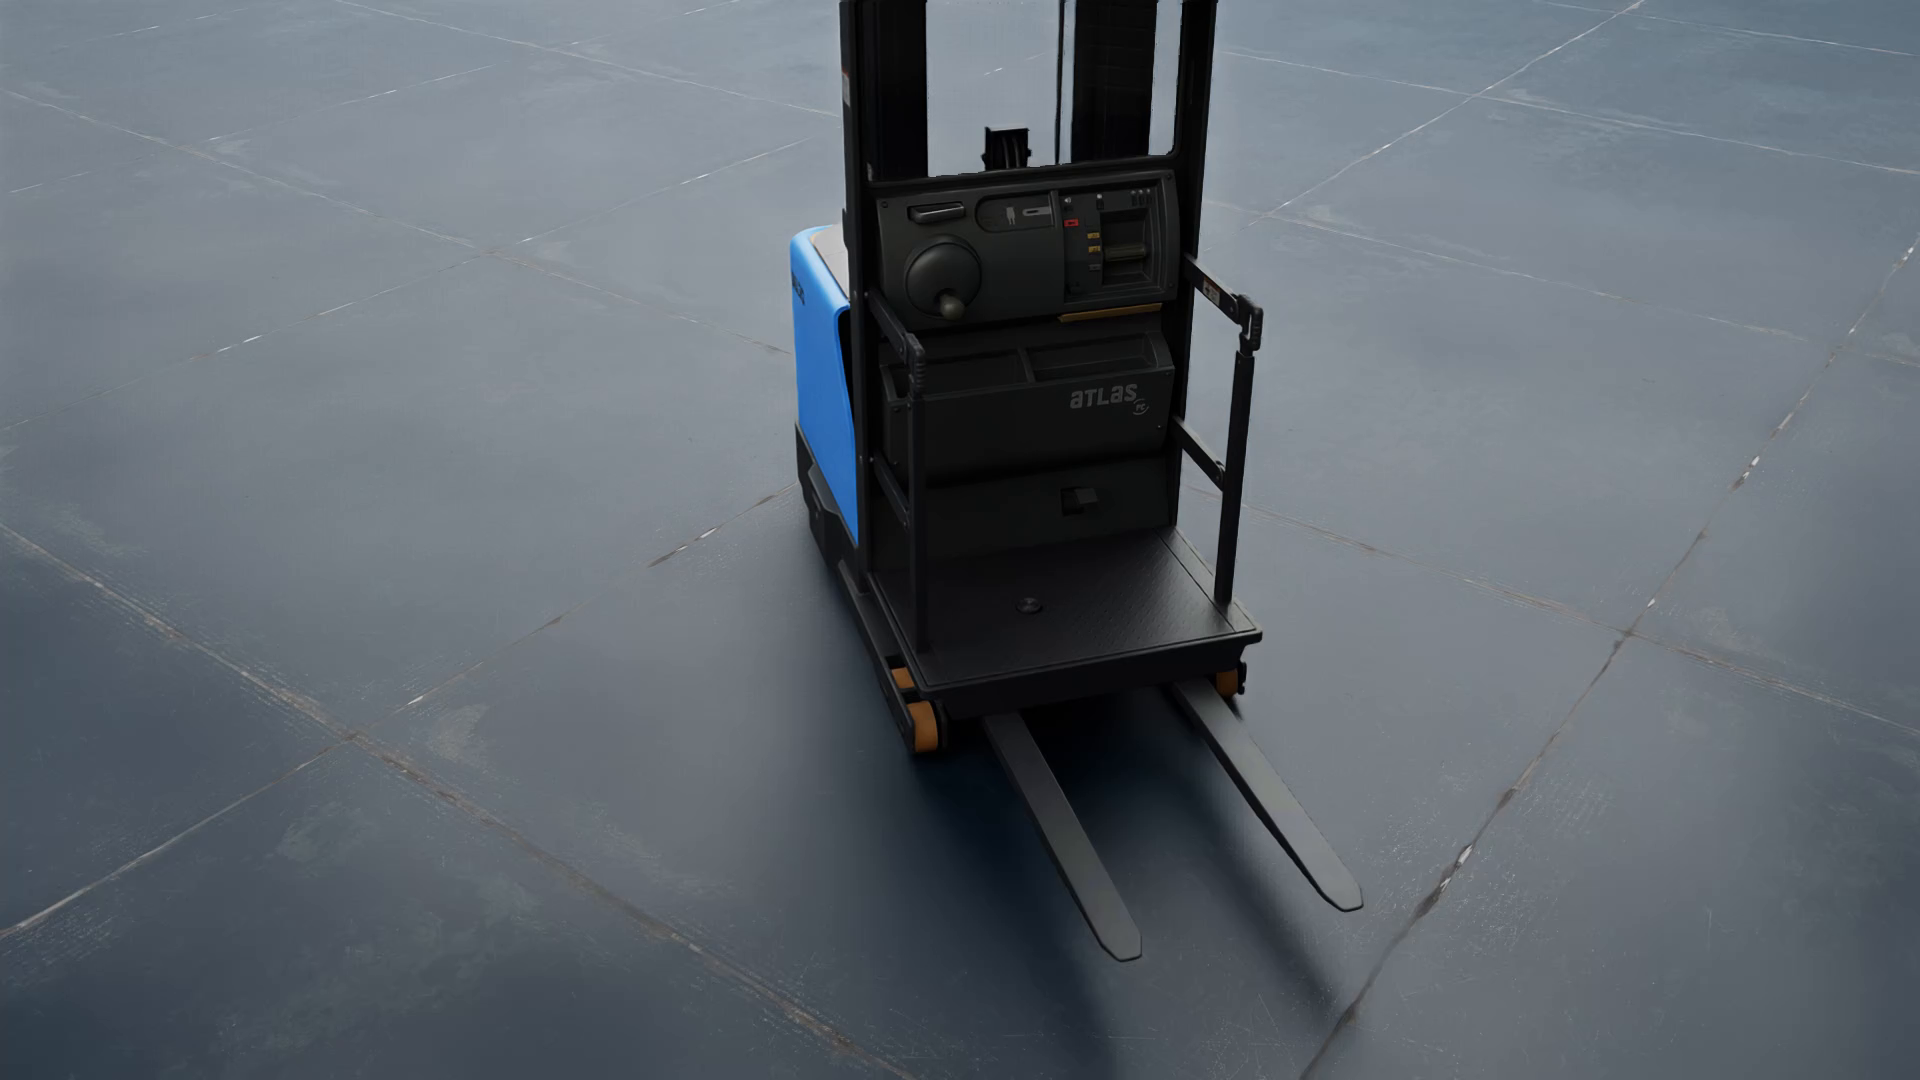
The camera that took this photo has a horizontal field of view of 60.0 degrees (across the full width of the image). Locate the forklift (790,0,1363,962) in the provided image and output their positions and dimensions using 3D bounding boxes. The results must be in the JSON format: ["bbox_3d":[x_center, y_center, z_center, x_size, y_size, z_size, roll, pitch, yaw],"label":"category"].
[{"bbox_3d":[0.275,-0.826,4.768,1.130,2.935,3.031,-9,32,-14],"label":"forklift"}]
